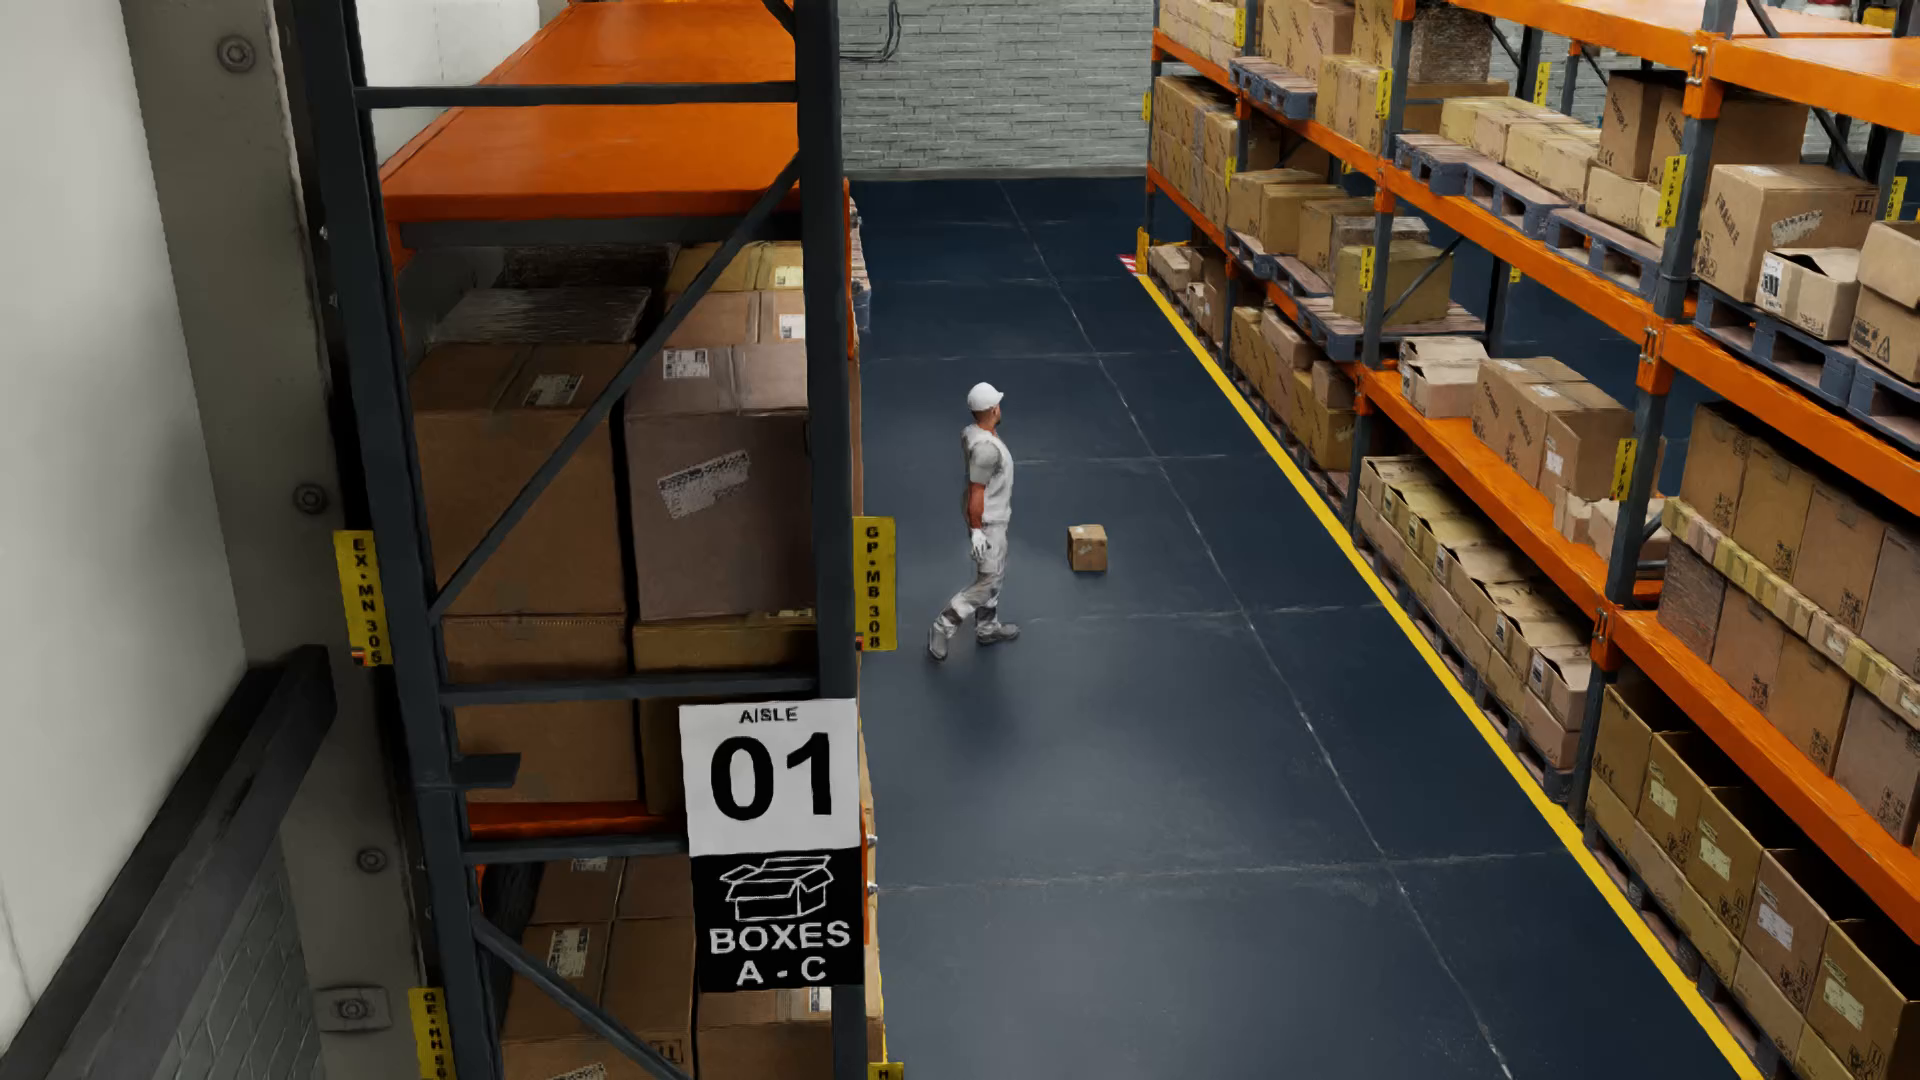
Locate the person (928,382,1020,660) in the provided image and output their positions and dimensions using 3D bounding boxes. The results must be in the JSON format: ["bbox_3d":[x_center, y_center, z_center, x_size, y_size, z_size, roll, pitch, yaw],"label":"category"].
[{"bbox_3d":[0.096,-0.103,10.542,0.625,1.787,0.737,-1,24,-3],"label":"person"}]
